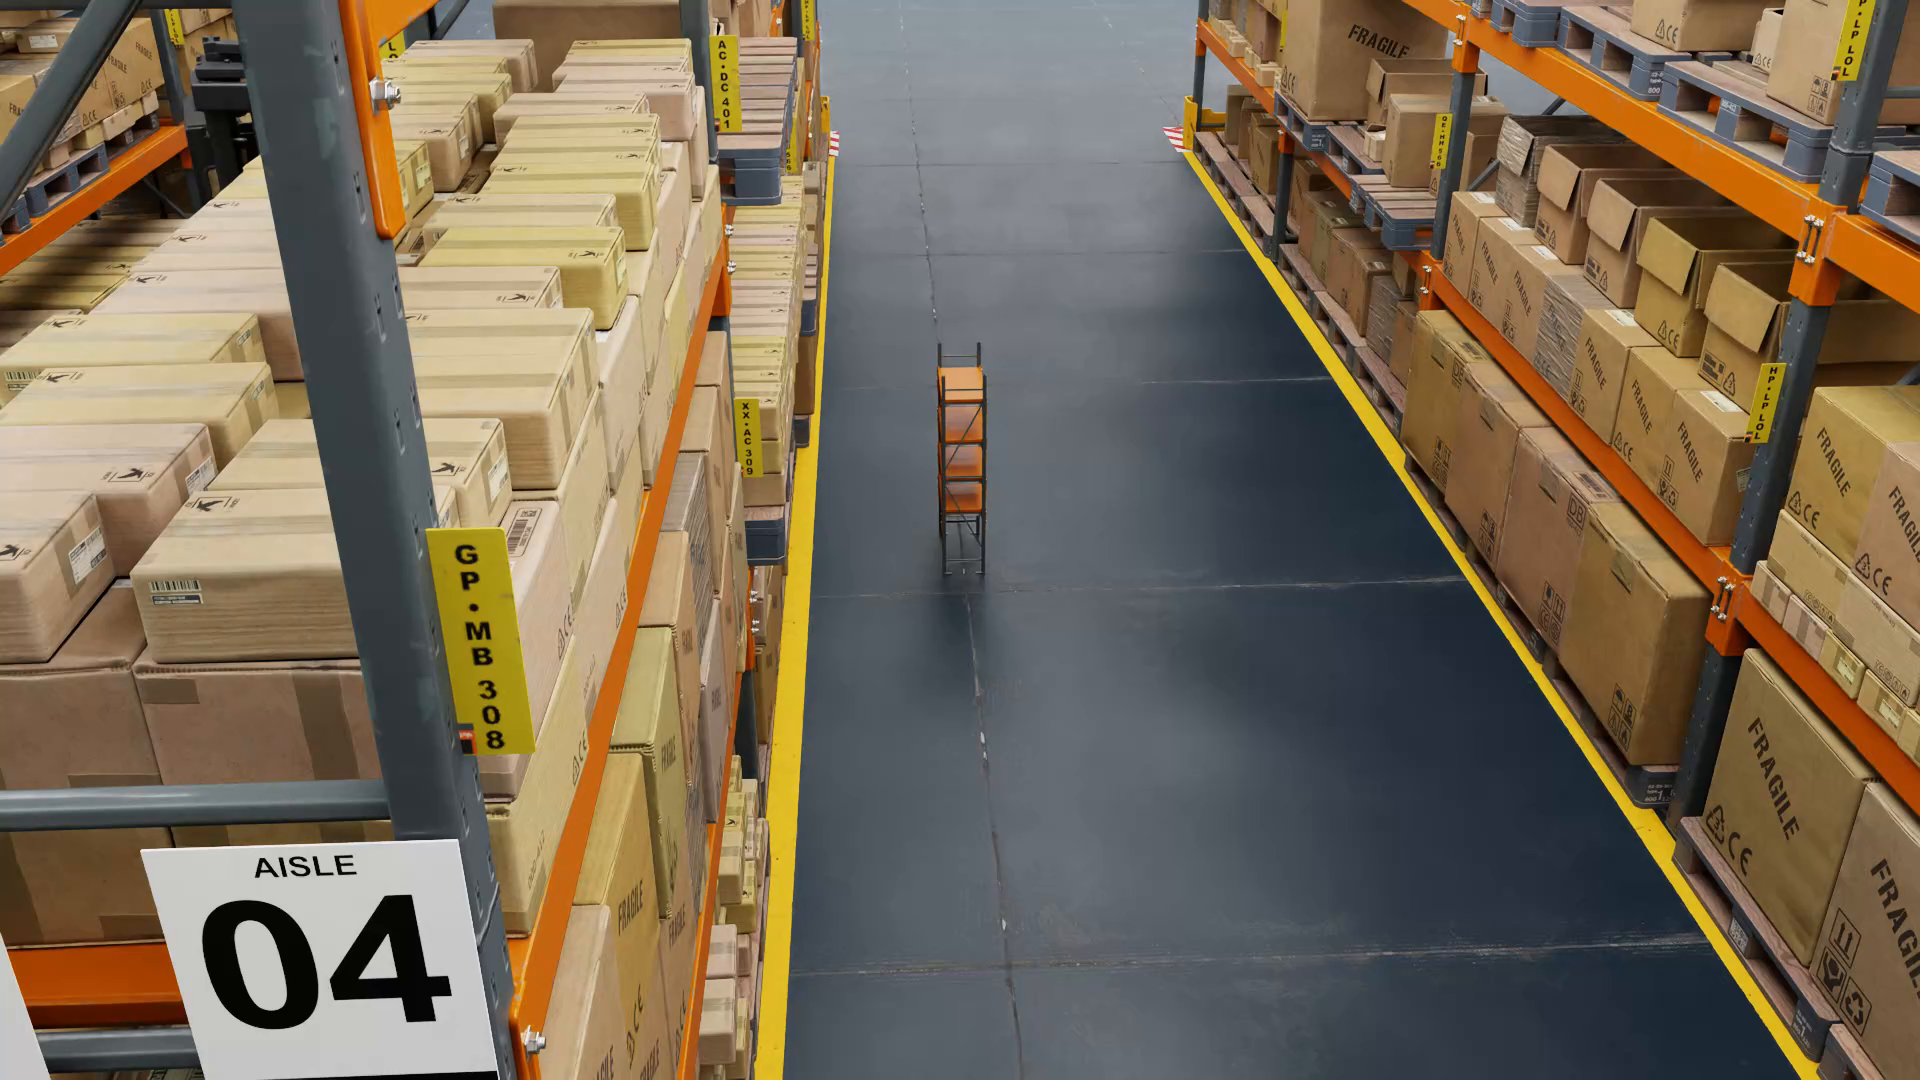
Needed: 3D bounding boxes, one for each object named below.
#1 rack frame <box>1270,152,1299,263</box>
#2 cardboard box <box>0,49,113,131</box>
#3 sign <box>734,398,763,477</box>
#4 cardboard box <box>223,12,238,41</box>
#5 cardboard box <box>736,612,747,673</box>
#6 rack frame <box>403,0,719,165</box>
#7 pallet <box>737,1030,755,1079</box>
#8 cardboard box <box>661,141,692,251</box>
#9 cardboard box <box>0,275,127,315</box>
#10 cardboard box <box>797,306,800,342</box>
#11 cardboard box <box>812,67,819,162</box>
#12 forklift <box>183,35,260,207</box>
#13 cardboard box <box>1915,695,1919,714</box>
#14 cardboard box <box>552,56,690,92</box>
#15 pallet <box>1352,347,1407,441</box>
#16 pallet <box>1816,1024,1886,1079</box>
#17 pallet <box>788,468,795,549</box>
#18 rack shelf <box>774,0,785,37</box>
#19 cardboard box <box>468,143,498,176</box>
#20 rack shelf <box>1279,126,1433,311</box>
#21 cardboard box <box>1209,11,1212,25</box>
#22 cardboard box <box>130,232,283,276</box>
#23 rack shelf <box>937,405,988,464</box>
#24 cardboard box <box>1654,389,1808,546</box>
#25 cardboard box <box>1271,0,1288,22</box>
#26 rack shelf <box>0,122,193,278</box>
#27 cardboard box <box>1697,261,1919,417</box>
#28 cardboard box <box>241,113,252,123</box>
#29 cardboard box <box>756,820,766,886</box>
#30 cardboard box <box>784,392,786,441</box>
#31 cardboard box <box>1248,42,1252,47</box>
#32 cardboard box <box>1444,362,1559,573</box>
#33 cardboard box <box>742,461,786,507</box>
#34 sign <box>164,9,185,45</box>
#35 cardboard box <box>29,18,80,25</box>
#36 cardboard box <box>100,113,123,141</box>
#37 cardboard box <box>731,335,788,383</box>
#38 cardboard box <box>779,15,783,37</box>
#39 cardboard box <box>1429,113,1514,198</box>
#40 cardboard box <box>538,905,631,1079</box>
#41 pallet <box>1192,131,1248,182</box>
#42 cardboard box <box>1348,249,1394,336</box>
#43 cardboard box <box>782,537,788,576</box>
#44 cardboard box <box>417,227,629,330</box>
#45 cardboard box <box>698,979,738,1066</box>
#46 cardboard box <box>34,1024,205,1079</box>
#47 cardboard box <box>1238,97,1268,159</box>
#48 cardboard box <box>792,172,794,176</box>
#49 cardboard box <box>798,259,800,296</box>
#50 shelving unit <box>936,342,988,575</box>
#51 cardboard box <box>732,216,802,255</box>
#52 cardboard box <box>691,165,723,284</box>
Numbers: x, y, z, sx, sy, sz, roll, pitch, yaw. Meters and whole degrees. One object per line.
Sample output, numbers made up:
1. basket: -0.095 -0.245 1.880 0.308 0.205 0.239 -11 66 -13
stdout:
1. rack frame: 3.194 -3.753 13.703 1.000 3.000 0.127 -1 28 -3
2. cardboard box: -6.402 -3.201 11.760 0.500 0.500 0.500 0 28 -1
3. sign: -0.806 -0.386 6.311 0.100 0.325 0.005 -1 28 -3
4. cardboard box: -6.510 -4.364 14.443 0.500 0.500 0.500 -2 28 -3
5. cardboard box: -0.976 0.368 6.072 0.380 0.149 0.250 -2 28 -4
6. rack frame: -1.347 -2.646 5.092 1.000 3.000 0.127 -1 28 -3
7. pallet: -1.210 2.125 5.448 1.003 0.211 1.213 -1 28 -3
8. cardboard box: -1.054 -1.023 4.846 0.500 0.250 0.500 -2 28 -5
9. cardboard box: -6.594 -1.640 12.038 0.950 0.372 0.625 0 28 -1
10. cardboard box: -1.009 -1.099 8.430 0.380 0.149 0.250 -1 28 -1
11. cardboard box: -1.824 -4.054 16.122 0.875 0.875 0.875 -2 28 -3
12. forklift: -3.489 -1.369 9.205 1.130 2.935 3.031 -11 30 -20
13. cardboard box: 3.428 0.568 5.258 0.500 0.250 0.500 -1 28 -1
14. cardboard box: -1.034 -1.388 5.114 0.380 0.149 0.250 -1 28 -1
15. pallet: 3.363 -1.031 11.498 1.003 0.211 1.213 -1 28 -3
16. pallet: 3.640 2.095 5.504 1.003 0.211 1.213 -1 28 -3
17. pallet: -1.517 -0.236 9.974 1.003 0.211 1.213 -1 28 -3
18. rack shelf: -1.660 -3.768 11.264 1.077 0.370 4.000 -1 28 -3
19. cardboard box: -1.540 -1.013 4.826 0.500 0.250 0.500 -1 28 -3
20. rack shelf: 3.298 -2.511 12.098 1.077 0.370 4.000 -1 28 -3
21. cardboard box: 2.762 -5.352 17.039 0.380 0.149 0.250 -1 28 -3
22. cardboard box: -1.484 -0.539 3.487 0.380 0.149 0.250 -1 28 -2
23. rack shelf: 0.009 -0.594 9.254 0.258 0.148 0.480 -1 28 -3
24. cardboard box: 3.314 -0.313 6.998 0.500 0.500 0.500 -1 28 -2
25. cardboard box: 2.895 -4.574 13.765 0.500 0.500 0.500 -1 28 -3
26. rack shelf: -6.598 -2.271 11.639 1.077 0.370 4.000 -1 28 -3
27. cardboard box: 3.570 -0.843 6.929 0.797 0.503 0.637 -2 28 -4
28. cardboard box: -6.439 -3.677 14.563 0.380 0.149 0.250 0 28 -1
29. cardboard box: -0.986 1.265 6.710 0.380 0.149 0.250 -1 28 -2
30. cardboard box: -0.924 -0.505 6.971 0.380 0.149 0.250 -2 28 -4
31. cardboard box: 2.889 -4.545 15.491 0.380 0.149 0.250 -1 28 -3
32. cardboard box: 3.457 -0.419 9.154 1.225 0.875 0.875 -1 28 -2
33. cardboard box: -0.908 -0.254 6.810 0.380 0.149 0.250 -3 28 -5
34. sign: -6.149 -4.042 13.005 0.100 0.325 0.005 -1 28 -3
35. cardboard box: -6.404 -3.638 11.897 0.380 0.149 0.250 -2 28 -4
36. cardboard box: -6.338 -3.000 12.076 0.380 0.149 0.250 -1 28 -2
37. cardboard box: -0.940 -0.764 7.146 0.380 0.149 0.250 -1 28 -2
38. cardboard box: -1.733 -3.939 12.869 0.700 0.500 0.500 -2 28 -4
39. cardboard box: 3.334 -2.385 10.517 0.500 0.500 0.500 -5 28 -9
40. cardboard box: -0.897 1.028 3.024 0.500 0.500 0.500 -2 28 -3
41. pallet: 2.996 -3.953 17.101 1.003 0.211 1.213 -1 28 -3
42. cardboard box: 3.269 -1.819 12.222 0.700 0.500 0.500 1 28 2
43. cardboard box: -1.193 -0.130 9.004 0.500 0.500 0.500 -3 28 -5
44. cardboard box: -0.914 -0.554 3.515 0.380 0.149 0.250 -1 28 -1
45. cardboard box: -0.927 1.587 5.449 0.380 0.149 0.250 -2 28 -4
46. cardboard box: -1.411 1.037 3.008 0.500 0.500 0.500 -2 28 -4
47. cardboard box: 3.066 -4.114 16.644 0.500 0.500 0.500 6 28 11
48. cardboard box: -1.339 -2.326 10.858 0.500 0.500 0.500 -2 28 -3
49. cardboard box: -1.020 -1.347 8.585 0.380 0.149 0.250 -2 28 -3
50. shelving unit: 0.009 -0.456 9.326 0.258 1.200 0.503 -1 28 -3
51. cardboard box: -1.030 -1.596 8.741 0.380 0.149 0.250 -1 28 -1
52. cardboard box: -1.052 -1.029 5.398 0.500 0.250 0.500 -1 28 -1
